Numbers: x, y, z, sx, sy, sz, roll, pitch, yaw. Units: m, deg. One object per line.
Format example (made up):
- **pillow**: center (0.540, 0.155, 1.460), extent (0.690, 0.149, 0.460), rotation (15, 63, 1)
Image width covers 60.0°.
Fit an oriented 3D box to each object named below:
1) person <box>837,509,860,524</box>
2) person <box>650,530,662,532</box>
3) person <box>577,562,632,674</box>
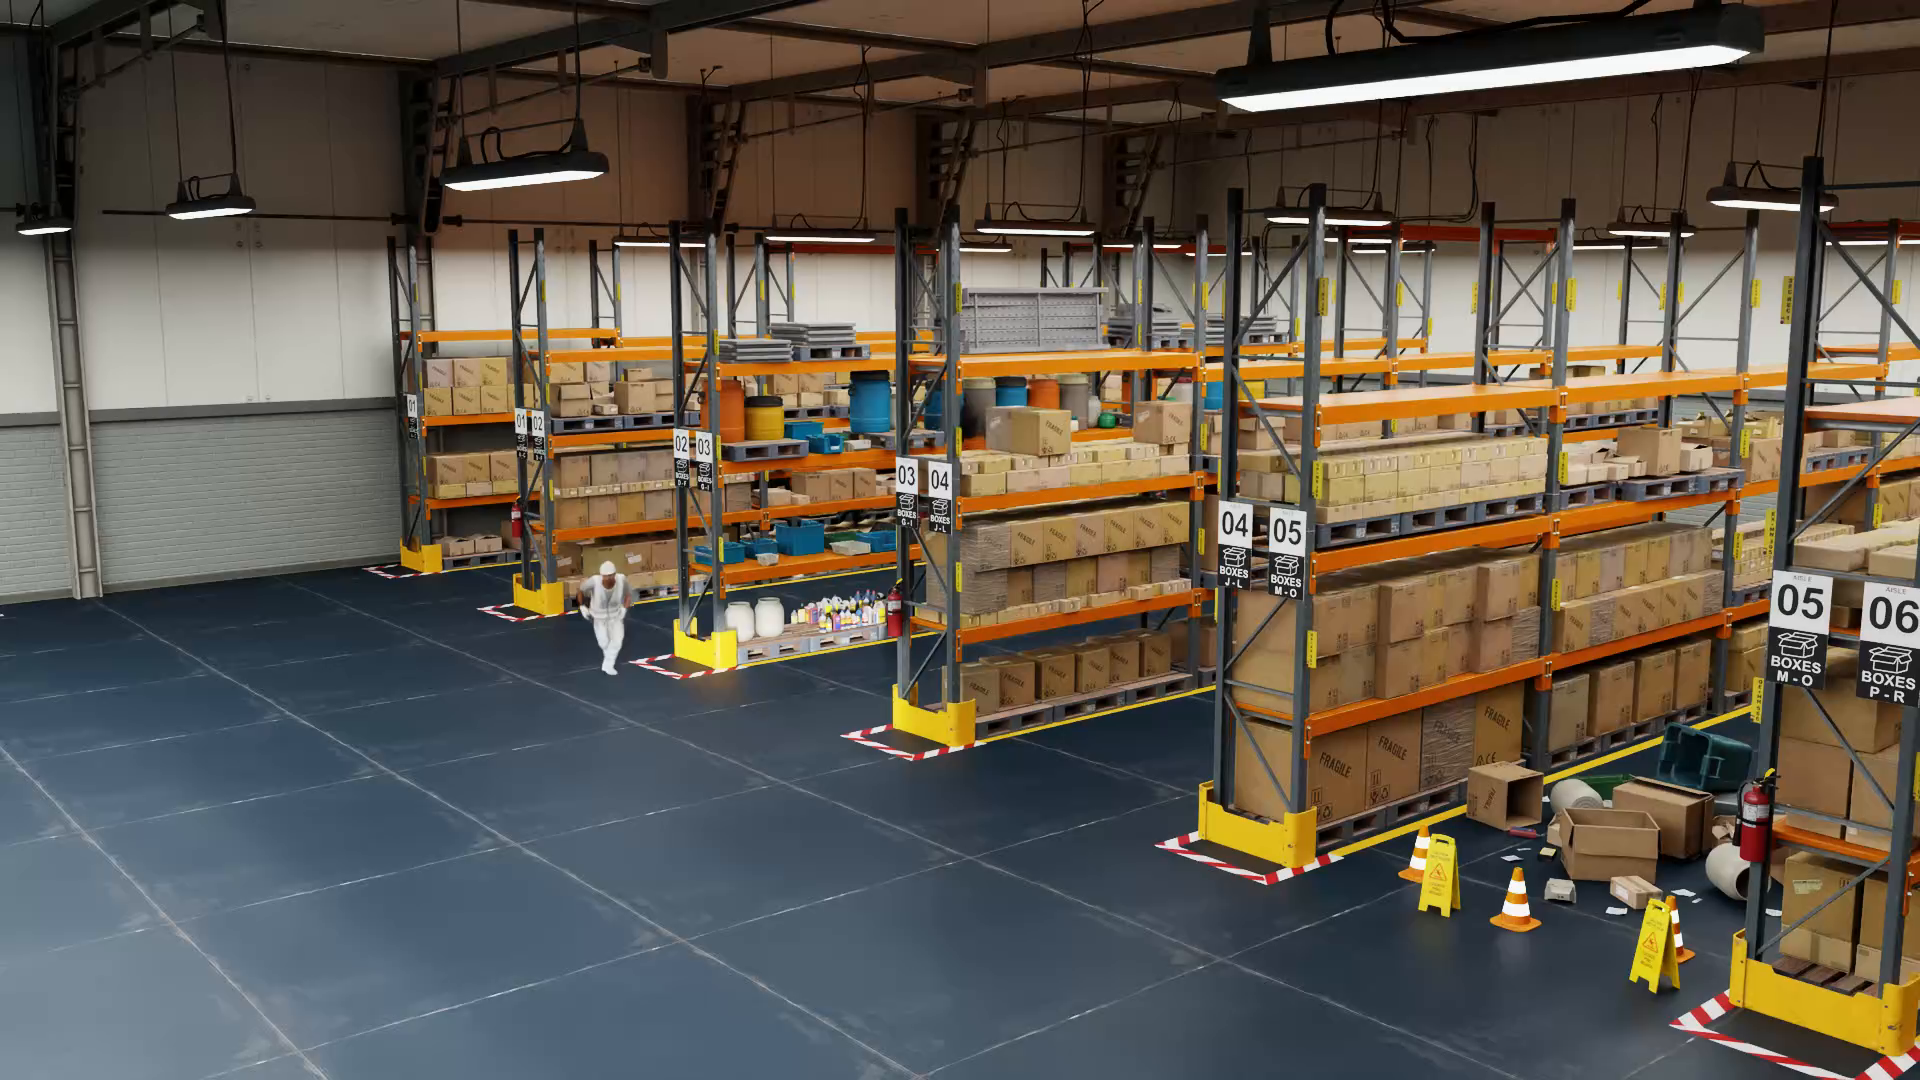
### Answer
- **person**: center (-2.129, -0.630, 32.708), extent (0.788, 1.606, 0.457), rotation (-9, 12, -44)
- **person**: center (-5.401, -0.176, 29.704), extent (0.576, 1.619, 0.720), rotation (7, 11, 39)
- **person**: center (-4.712, 1.020, 22.060), extent (0.706, 1.581, 0.940), rotation (-3, 9, -18)
